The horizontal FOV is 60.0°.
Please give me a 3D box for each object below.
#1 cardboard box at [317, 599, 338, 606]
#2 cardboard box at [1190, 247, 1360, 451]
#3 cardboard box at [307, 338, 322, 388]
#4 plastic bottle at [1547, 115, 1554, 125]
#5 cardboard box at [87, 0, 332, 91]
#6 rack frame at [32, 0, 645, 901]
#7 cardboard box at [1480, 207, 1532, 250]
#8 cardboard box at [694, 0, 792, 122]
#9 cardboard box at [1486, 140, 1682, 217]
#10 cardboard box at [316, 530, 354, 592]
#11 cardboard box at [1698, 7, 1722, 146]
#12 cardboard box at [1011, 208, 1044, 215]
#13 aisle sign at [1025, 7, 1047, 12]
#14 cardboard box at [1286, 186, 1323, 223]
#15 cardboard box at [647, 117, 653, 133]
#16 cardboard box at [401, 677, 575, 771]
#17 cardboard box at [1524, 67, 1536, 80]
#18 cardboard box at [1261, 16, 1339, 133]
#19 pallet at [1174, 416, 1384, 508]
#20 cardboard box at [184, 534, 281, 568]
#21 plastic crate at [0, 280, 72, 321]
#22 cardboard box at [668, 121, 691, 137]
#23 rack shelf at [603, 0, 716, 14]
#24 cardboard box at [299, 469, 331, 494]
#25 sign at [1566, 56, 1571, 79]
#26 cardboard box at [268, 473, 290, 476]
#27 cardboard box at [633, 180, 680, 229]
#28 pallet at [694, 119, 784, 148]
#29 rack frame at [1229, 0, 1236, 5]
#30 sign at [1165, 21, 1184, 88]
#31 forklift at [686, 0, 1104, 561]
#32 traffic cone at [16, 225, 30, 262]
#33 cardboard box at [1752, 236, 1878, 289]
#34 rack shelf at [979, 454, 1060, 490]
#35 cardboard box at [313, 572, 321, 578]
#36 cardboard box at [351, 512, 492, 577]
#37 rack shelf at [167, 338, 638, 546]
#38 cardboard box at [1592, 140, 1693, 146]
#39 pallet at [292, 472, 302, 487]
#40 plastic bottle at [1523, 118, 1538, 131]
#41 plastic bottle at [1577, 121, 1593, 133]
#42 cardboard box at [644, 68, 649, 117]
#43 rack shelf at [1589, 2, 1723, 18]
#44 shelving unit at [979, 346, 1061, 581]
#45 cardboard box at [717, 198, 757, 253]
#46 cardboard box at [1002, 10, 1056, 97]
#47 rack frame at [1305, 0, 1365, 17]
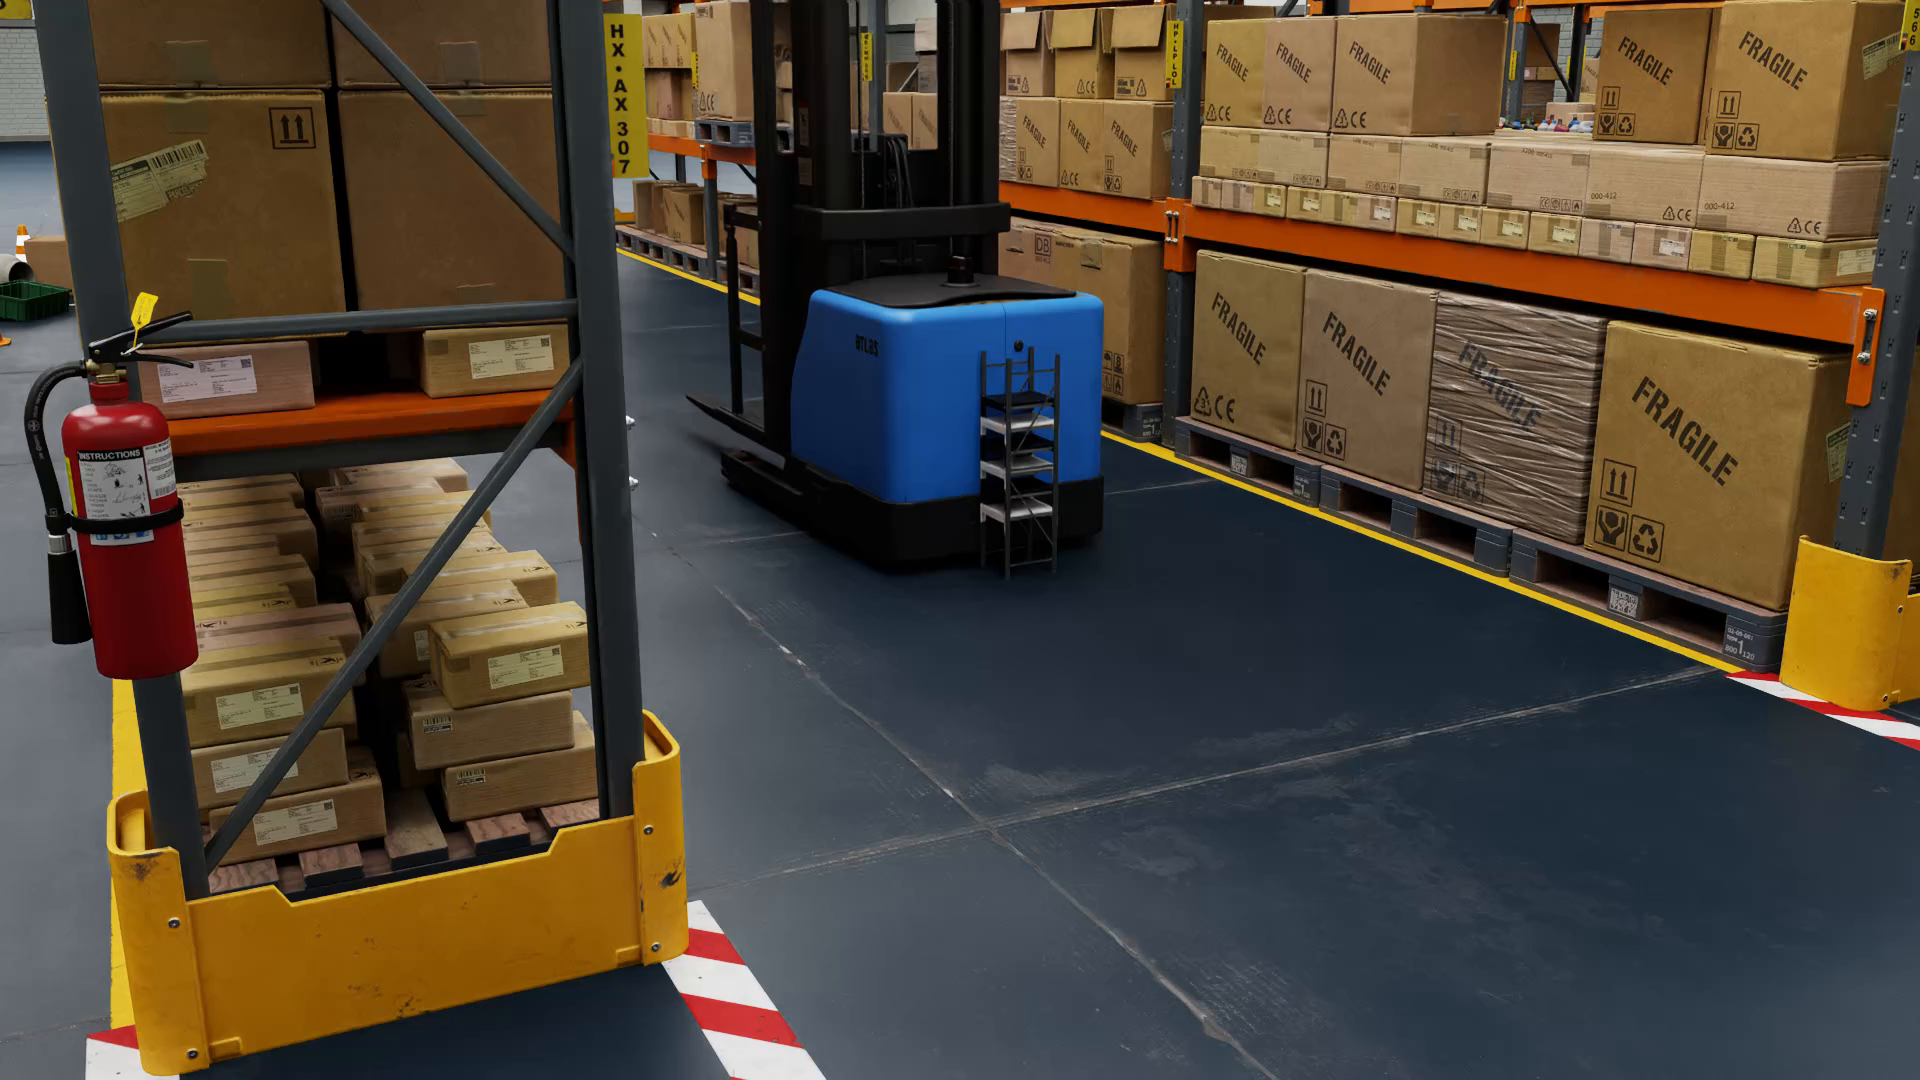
[{"bbox_3d":[-1.925,0.293,4.661,0.380,0.149,0.250,-8,18,-26],"label":"cardboard box"},{"bbox_3d":[1.785,-1.002,8.395,0.875,0.875,0.875,-8,18,-25],"label":"cardboard box"},{"bbox_3d":[-1.655,-0.421,3.735,0.380,0.149,0.250,-8,18,-25],"label":"cardboard box"},{"bbox_3d":[4.929,-3.423,13.953,0.061,0.283,0.133,-8,18,-25],"label":"plastic bottle"},{"bbox_3d":[-1.607,-1.184,3.405,0.500,0.500,0.500,-8,18,-26],"label":"cardboard box"},{"bbox_3d":[-1.183,-0.429,3.307,1.000,3.000,0.127,-8,18,-25],"label":"rack frame"},{"bbox_3d":[2.305,-1.248,6.617,0.380,0.149,0.250,-8,18,-25],"label":"cardboard box"},{"bbox_3d":[-1.715,-4.255,14.790,1.000,1.000,1.000,-8,18,-25],"label":"cardboard box"},{"bbox_3d":[2.424,-1.414,6.473,0.500,0.250,0.500,-8,18,-27],"label":"cardboard box"},{"bbox_3d":[-1.920,0.050,5.508,0.380,0.149,0.250,-7,17,-22],"label":"cardboard box"},{"bbox_3d":[3.133,-1.710,6.145,0.500,0.500,0.500,-8,18,-26],"label":"cardboard box"},{"bbox_3d":[0.482,-1.772,11.077,1.225,0.875,0.875,-8,18,-25],"label":"cardboard box"},{"bbox_3d":[0.998,-6.872,21.047,0.394,0.787,0.004,-8,18,-25],"label":"aisle sign"},{"bbox_3d":[1.746,-1.565,7.722,0.380,0.149,0.250,-8,18,-26],"label":"cardboard box"},{"bbox_3d":[-3.209,-4.366,17.484,0.380,0.149,0.250,-8,18,-25],"label":"cardboard box"},{"bbox_3d":[-1.182,0.436,4.162,0.380,0.149,0.250,-7,17,-23],"label":"cardboard box"},{"bbox_3d":[6.658,-5.576,19.886,0.380,0.149,0.250,-8,18,-25],"label":"cardboard box"},{"bbox_3d":[1.756,-2.154,7.690,0.500,0.500,0.500,-8,18,-25],"label":"cardboard box"},{"bbox_3d":[1.830,-0.457,8.459,1.003,0.211,1.213,-8,18,-25],"label":"pallet"},{"bbox_3d":[-2.153,0.103,4.781,0.380,0.149,0.250,-7,17,-23],"label":"cardboard box"},{"bbox_3d":[-7.694,-1.965,13.654,0.450,0.188,0.662,11,16,1],"label":"plastic crate"},{"bbox_3d":[-2.662,-4.056,16.404,0.380,0.149,0.250,-8,18,-25],"label":"cardboard box"},{"bbox_3d":[-2.813,-5.570,17.090,1.077,0.370,4.000,-8,18,-25],"label":"rack shelf"},{"bbox_3d":[-2.239,-0.288,6.145,0.380,0.149,0.250,-7,17,-23],"label":"cardboard box"},{"bbox_3d":[9.181,-7.117,25.042,0.100,0.325,0.005,-8,18,-25],"label":"sign"},{"bbox_3d":[-2.614,-0.233,5.955,0.380,0.149,0.250,-8,18,-26],"label":"cardboard box"},{"bbox_3d":[-3.431,-3.814,18.873,0.500,0.500,0.500,-4,17,-15],"label":"cardboard box"},{"bbox_3d":[-1.733,-3.679,14.981,1.003,0.211,1.213,-8,18,-25],"label":"pallet"},{"bbox_3d":[2.515,-4.577,17.762,1.000,3.000,0.127,-8,18,-25],"label":"rack frame"},{"bbox_3d":[1.084,-2.445,8.378,0.100,0.325,0.005,-8,18,-25],"label":"sign"},{"bbox_3d":[-0.521,-1.680,7.791,1.130,2.935,3.031,-8,18,-27],"label":"forklift"},{"bbox_3d":[-9.236,-2.873,16.425,0.336,0.463,0.334,-8,18,-25],"label":"traffic cone"},{"bbox_3d":[2.868,-0.931,5.512,0.380,0.149,0.250,-7,18,-24],"label":"cardboard box"},{"bbox_3d":[0.239,-0.276,6.702,0.258,0.077,0.200,-8,18,-27],"label":"rack shelf"},{"bbox_3d":[-2.239,0.016,6.163,0.380,0.149,0.250,-8,18,-26],"label":"cardboard box"},{"bbox_3d":[-1.627,0.030,5.038,0.380,0.149,0.250,-7,17,-23],"label":"cardboard box"},{"bbox_3d":[-2.059,-0.579,5.134,1.077,0.370,4.000,-8,18,-25],"label":"rack shelf"},{"bbox_3d":[2.902,-1.479,6.698,0.500,0.250,0.500,-8,18,-27],"label":"cardboard box"},{"bbox_3d":[-3.278,-0.273,7.820,1.003,0.211,1.213,-8,18,-25],"label":"pallet"},{"bbox_3d":[4.488,-3.172,13.078,0.061,0.283,0.133,-8,18,-25],"label":"plastic bottle"},{"bbox_3d":[4.774,-3.035,12.615,0.152,0.276,0.135,-8,18,-25],"label":"plastic bottle"},{"bbox_3d":[-2.966,-4.783,17.759,0.875,0.500,0.500,-8,18,-25],"label":"cardboard box"},{"bbox_3d":[10.545,-7.366,23.348,1.077,0.370,4.000,-8,18,-25],"label":"rack shelf"},{"bbox_3d":[0.239,-0.308,6.693,0.258,0.900,0.210,-8,18,-27],"label":"shelving unit"},{"bbox_3d":[-2.077,-3.083,16.326,0.500,0.500,0.500,-8,18,-27],"label":"cardboard box"},{"bbox_3d":[0.704,-3.006,10.289,0.797,0.503,0.637,-7,17,-23],"label":"cardboard box"},{"bbox_3d":[5.217,-6.167,23.301,1.000,3.000,0.127,-8,18,-25],"label":"rack frame"}]
